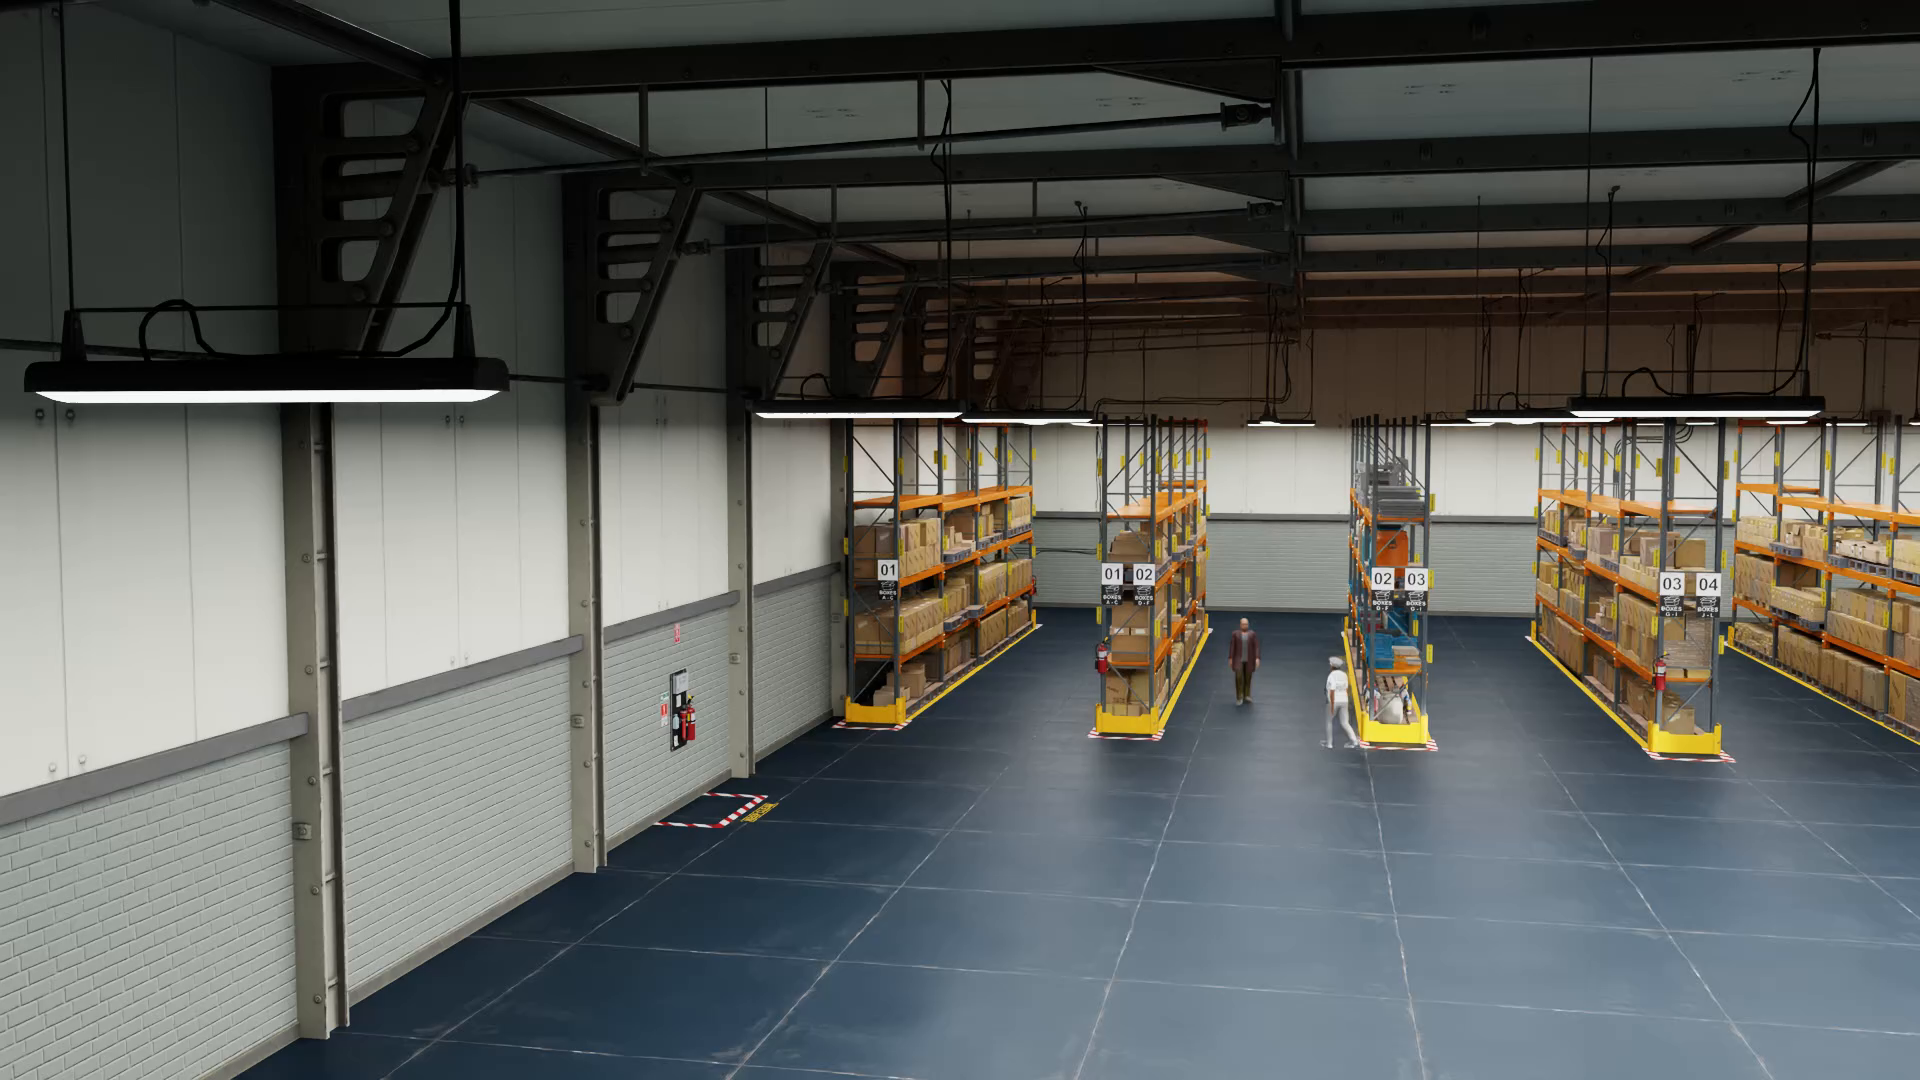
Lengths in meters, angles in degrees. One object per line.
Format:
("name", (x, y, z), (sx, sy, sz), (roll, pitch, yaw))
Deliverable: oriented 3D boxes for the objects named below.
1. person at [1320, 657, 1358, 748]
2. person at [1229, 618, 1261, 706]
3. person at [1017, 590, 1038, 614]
("person", (6.773, 2.919, 29.674), (0.470, 1.644, 0.932), (-1, 4, -20))
("person", (5.939, 2.535, 34.673), (0.649, 1.813, 0.669), (0, 4, 7))
("person", (1.955, 1.626, 49.144), (0.552, 1.761, 0.665), (2, 4, 27))
